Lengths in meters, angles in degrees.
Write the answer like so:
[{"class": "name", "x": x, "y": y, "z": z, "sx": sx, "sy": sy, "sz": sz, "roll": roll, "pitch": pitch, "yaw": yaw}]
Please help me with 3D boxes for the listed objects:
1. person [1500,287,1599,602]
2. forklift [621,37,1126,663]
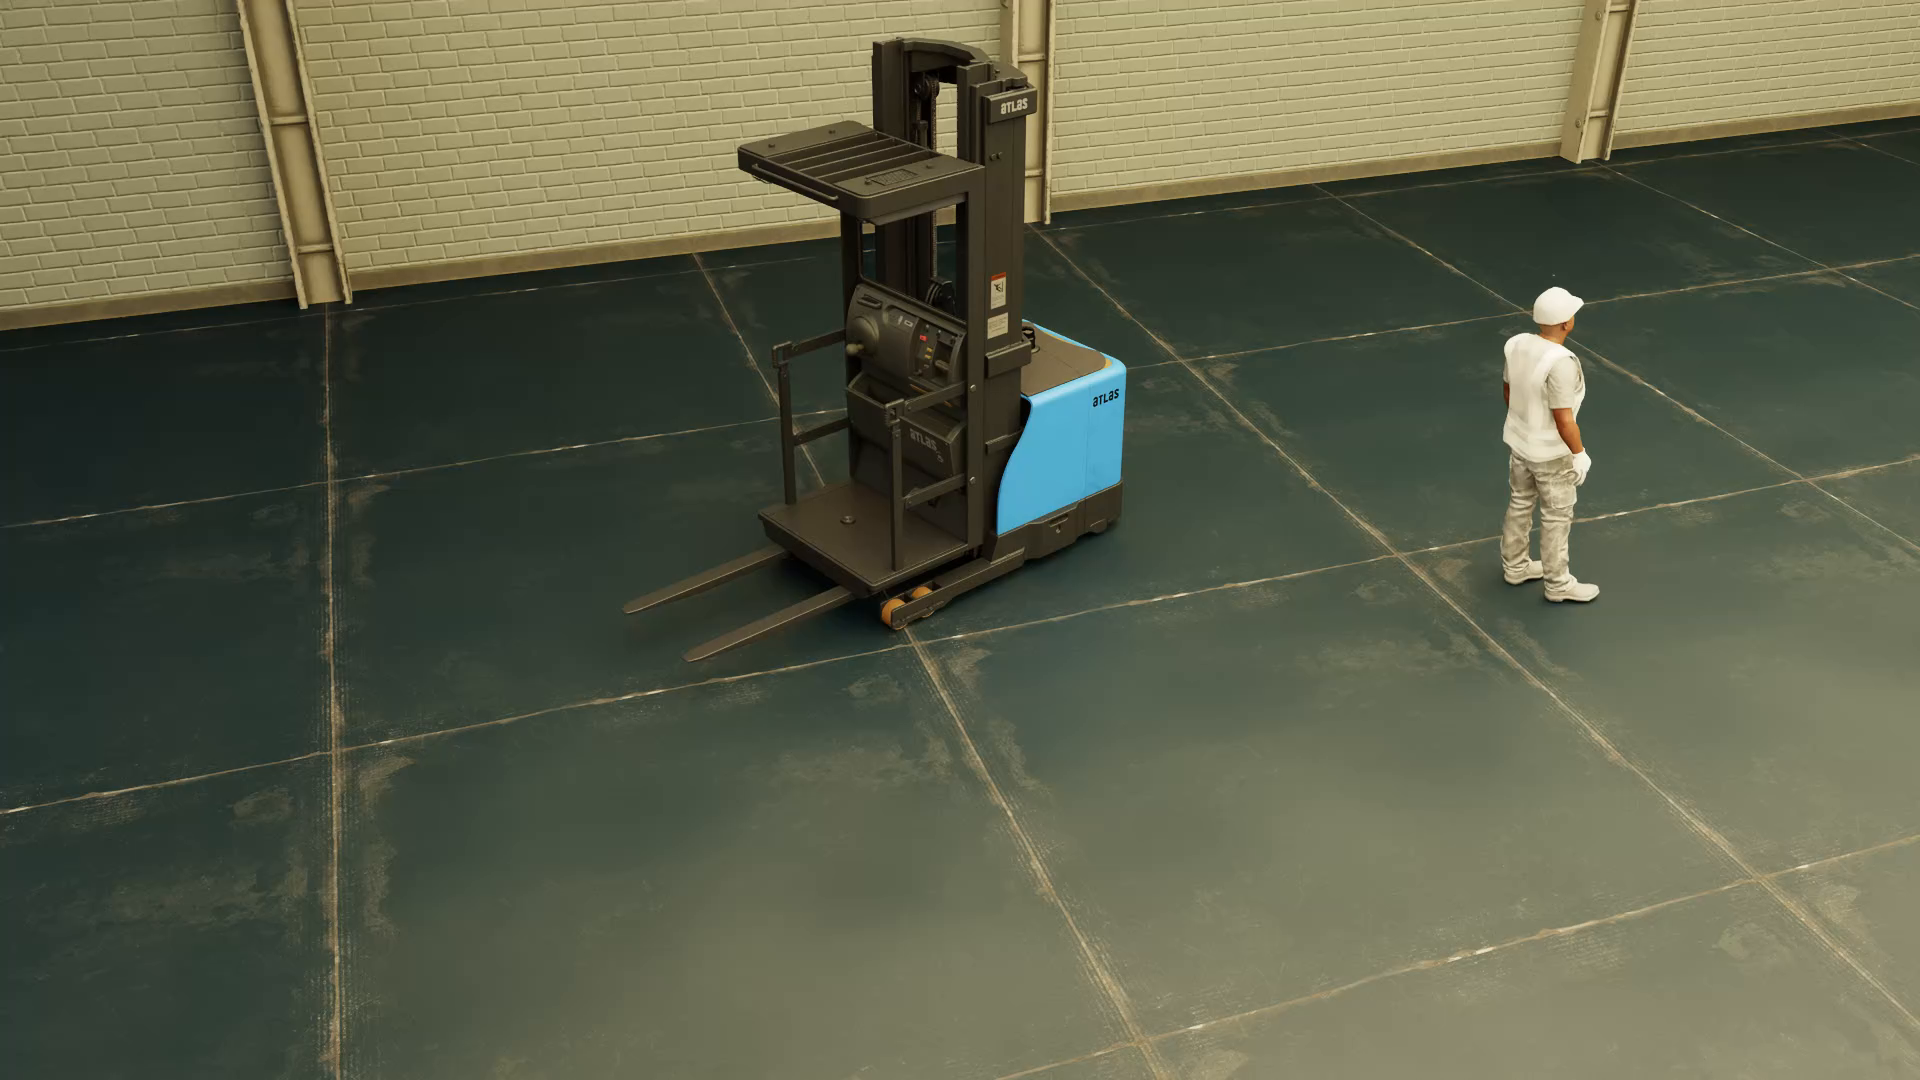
[{"class": "person", "x": 3.275, "y": -0.542, "z": 9.166, "sx": 0.576, "sy": 1.784, "sz": 0.657, "roll": -8, "pitch": 31, "yaw": -14}, {"class": "forklift", "x": -0.461, "y": -1.072, "z": 8.951, "sx": 3.031, "sy": 2.935, "sz": 1.130, "roll": -23, "pitch": 37, "yaw": -34}]
